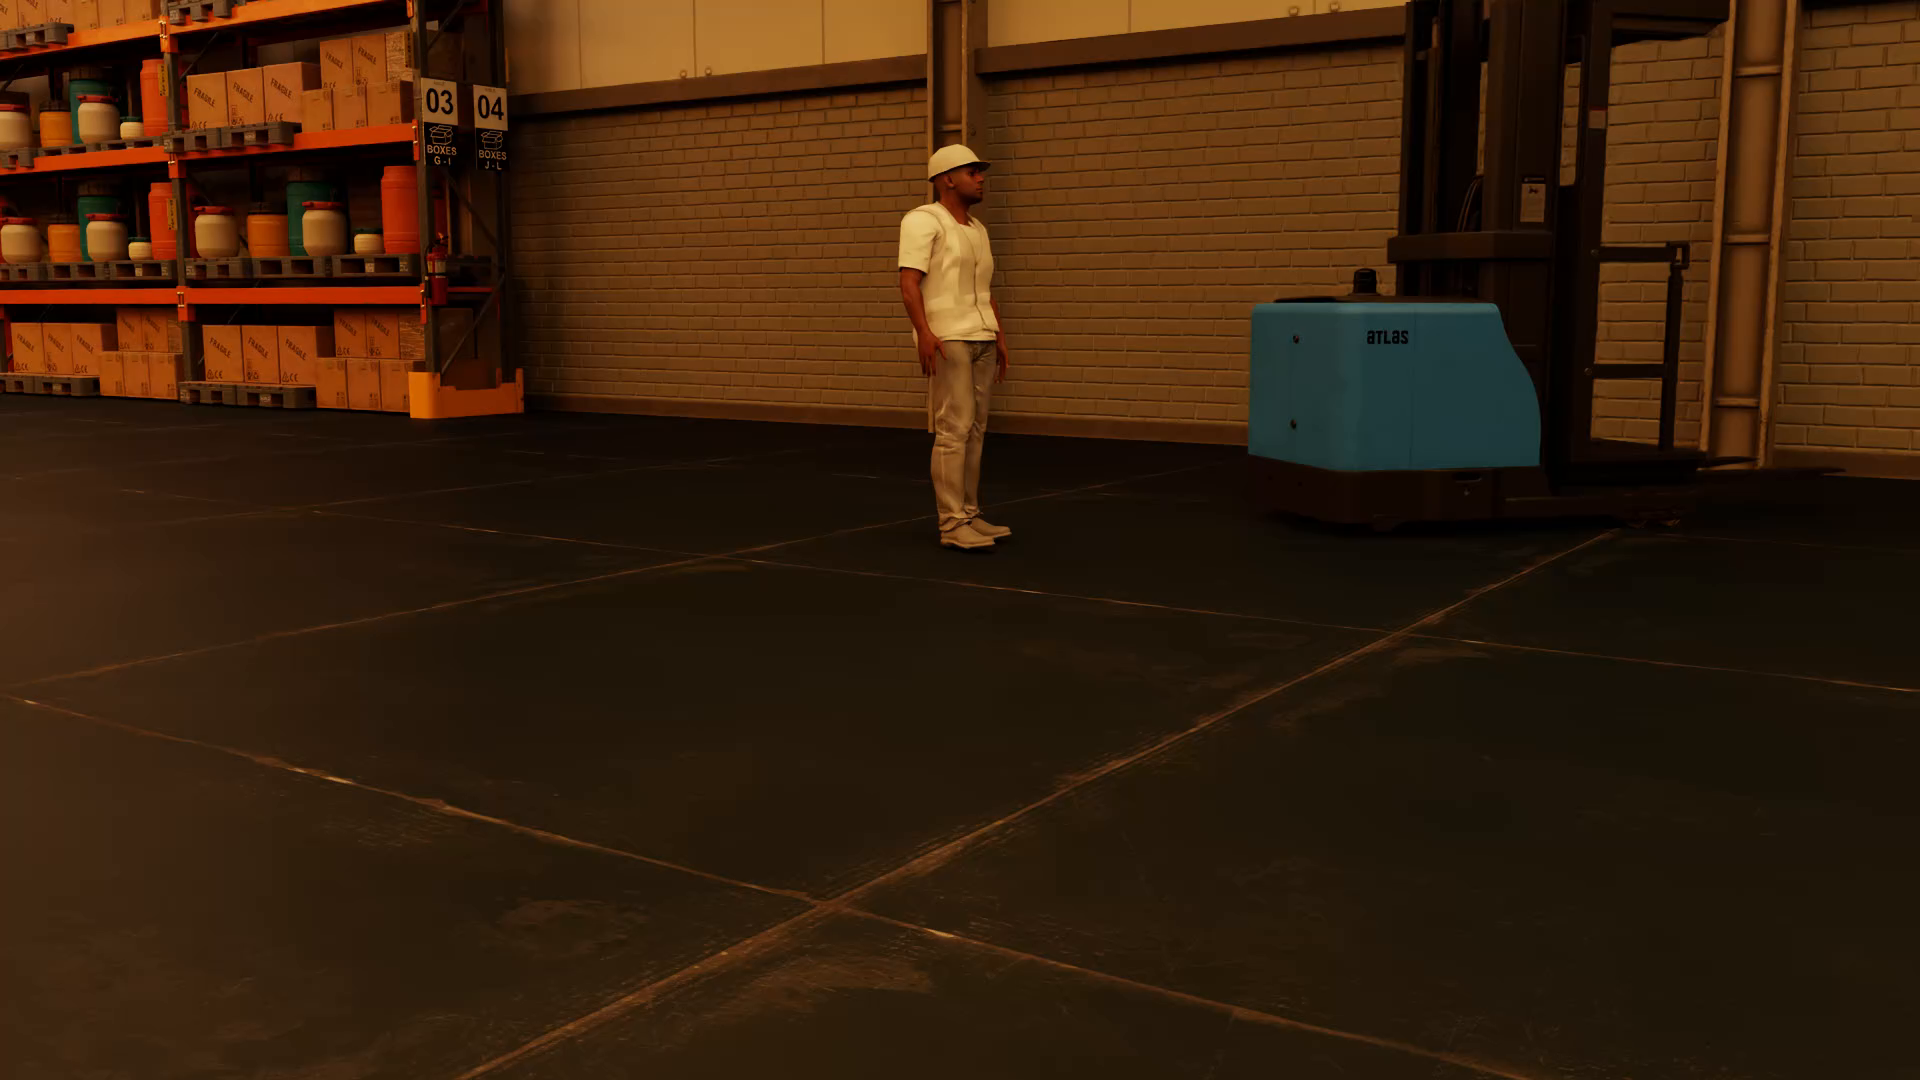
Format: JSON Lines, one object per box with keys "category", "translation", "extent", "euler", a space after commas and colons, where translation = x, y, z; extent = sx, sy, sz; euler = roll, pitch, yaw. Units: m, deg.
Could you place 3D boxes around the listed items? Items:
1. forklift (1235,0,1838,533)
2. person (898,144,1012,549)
{"category": "forklift", "translation": [2.980, -1.578, 8.289], "extent": [3.031, 2.935, 1.130], "euler": [-2, 8, -16]}
{"category": "person", "translation": [0.055, -0.875, 7.435], "extent": [0.575, 1.767, 0.644], "euler": [5, 10, 34]}
